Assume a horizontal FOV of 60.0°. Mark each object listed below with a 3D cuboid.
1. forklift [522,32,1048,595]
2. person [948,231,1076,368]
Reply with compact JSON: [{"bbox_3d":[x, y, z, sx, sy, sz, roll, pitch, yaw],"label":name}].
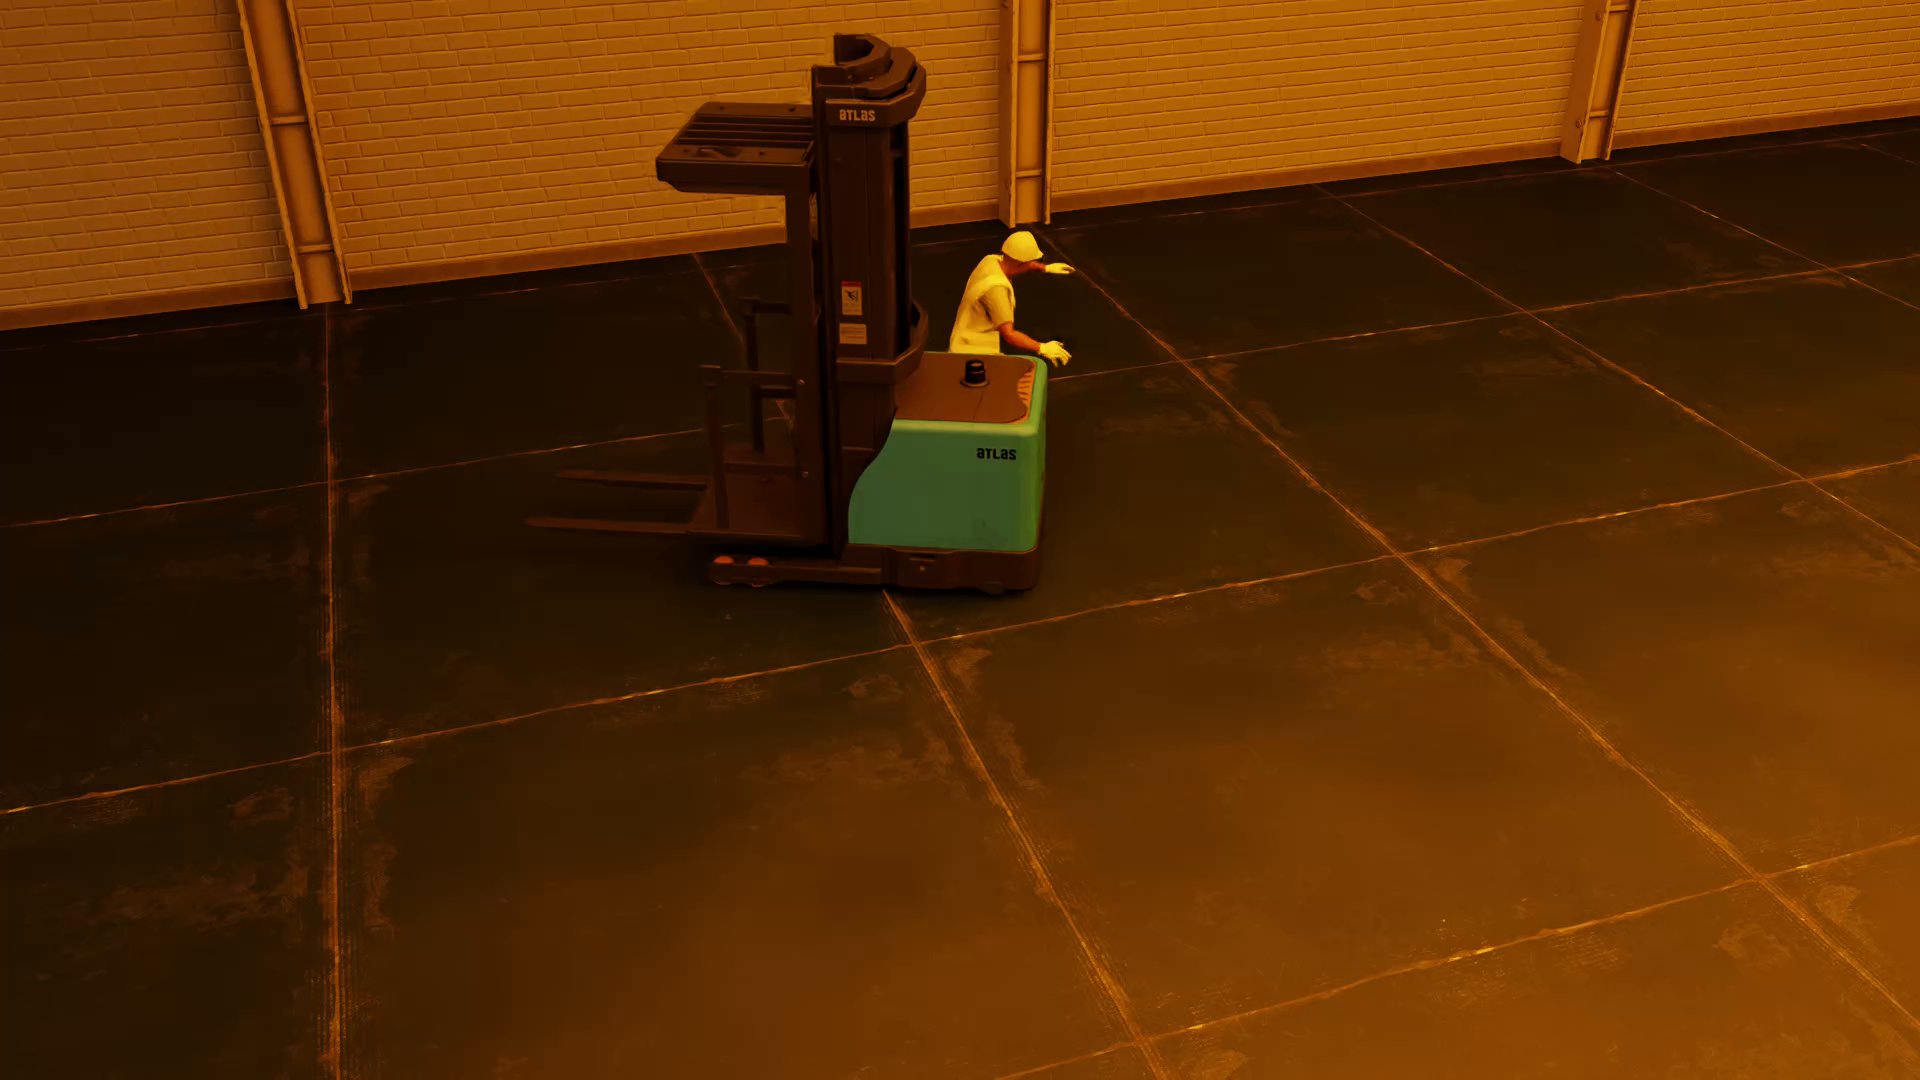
[{"bbox_3d":[-1.026,-1.258,9.274,3.031,2.935,1.130,3,30,5],"label":"forklift"},{"bbox_3d":[0.366,-1.187,10.596,0.872,1.525,1.463,-1,30,-2],"label":"person"}]
